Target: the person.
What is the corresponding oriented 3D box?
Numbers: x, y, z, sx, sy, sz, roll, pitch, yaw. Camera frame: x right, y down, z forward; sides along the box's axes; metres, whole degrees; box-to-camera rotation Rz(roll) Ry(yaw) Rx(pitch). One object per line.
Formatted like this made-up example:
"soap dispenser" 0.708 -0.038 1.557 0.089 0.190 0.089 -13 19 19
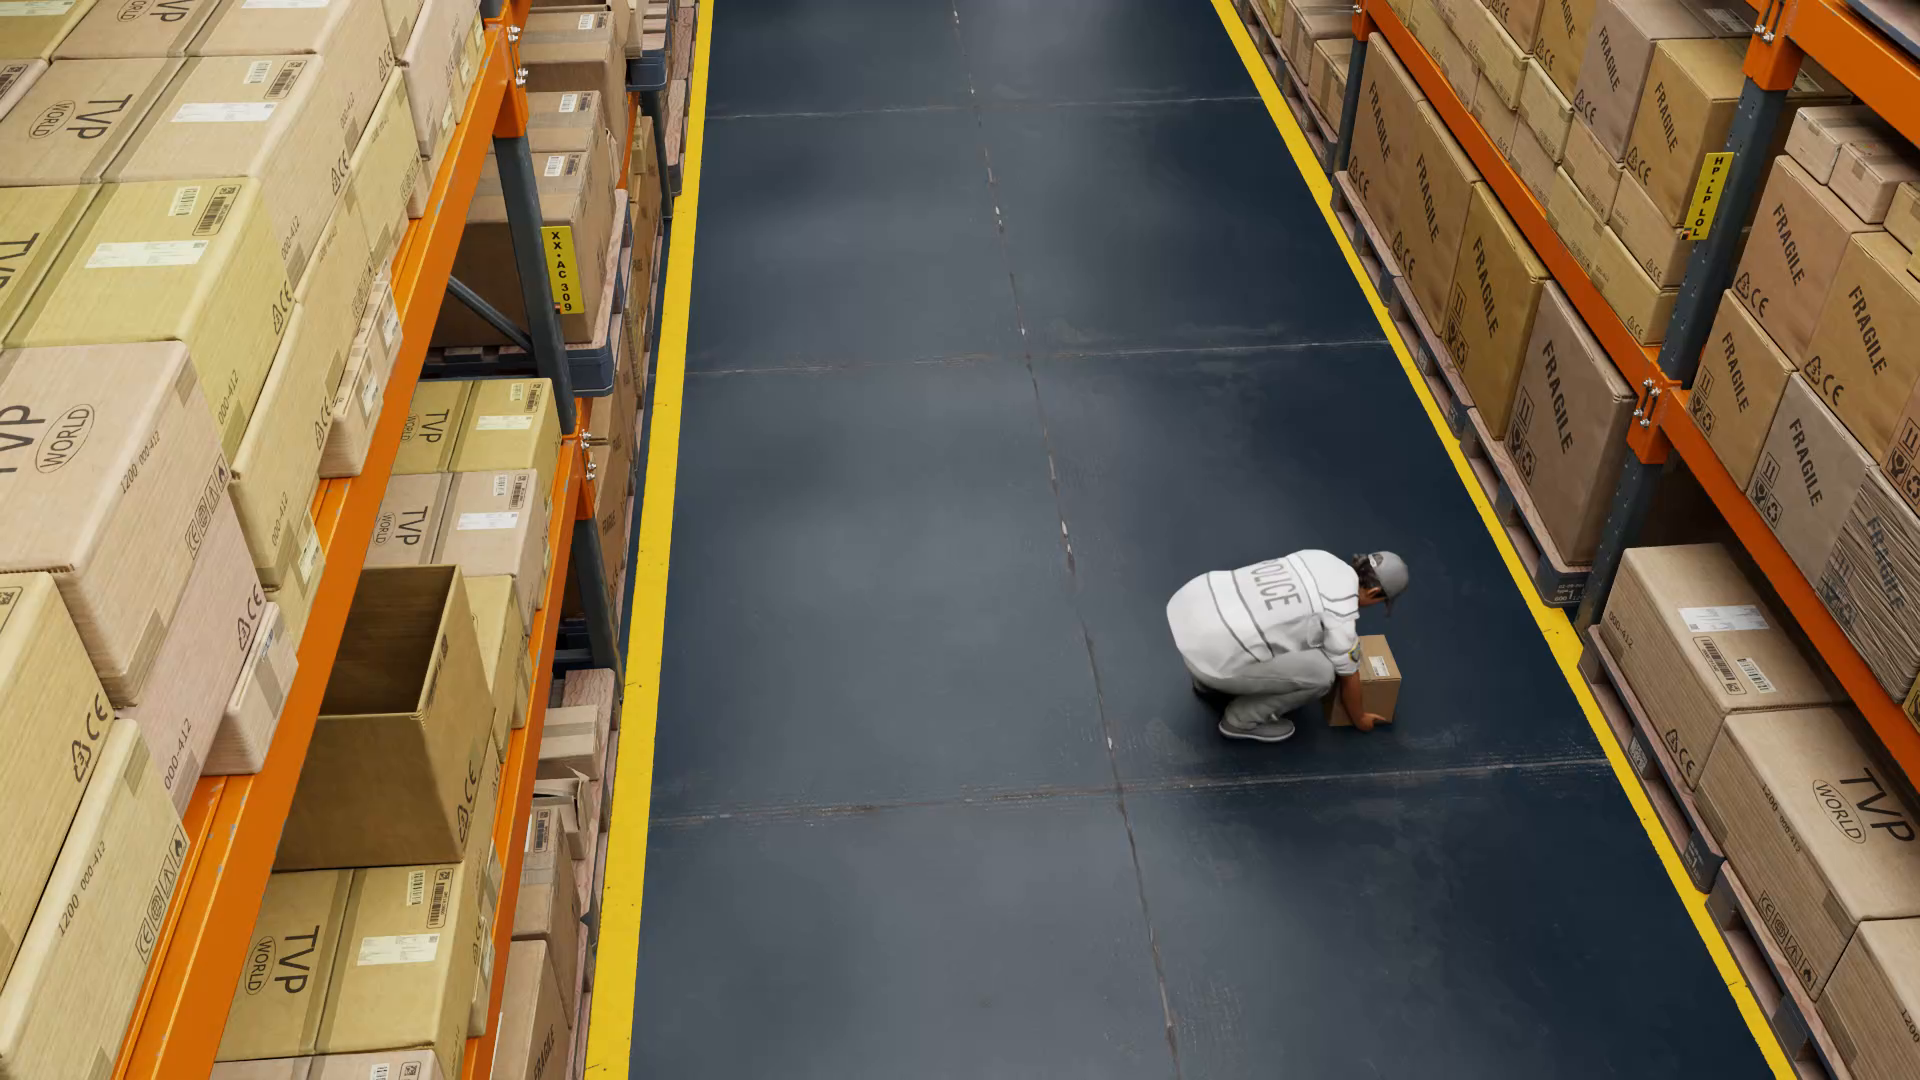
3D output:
"person" 1.253 0.395 6.435 0.918 0.774 0.507 -4 40 -5
